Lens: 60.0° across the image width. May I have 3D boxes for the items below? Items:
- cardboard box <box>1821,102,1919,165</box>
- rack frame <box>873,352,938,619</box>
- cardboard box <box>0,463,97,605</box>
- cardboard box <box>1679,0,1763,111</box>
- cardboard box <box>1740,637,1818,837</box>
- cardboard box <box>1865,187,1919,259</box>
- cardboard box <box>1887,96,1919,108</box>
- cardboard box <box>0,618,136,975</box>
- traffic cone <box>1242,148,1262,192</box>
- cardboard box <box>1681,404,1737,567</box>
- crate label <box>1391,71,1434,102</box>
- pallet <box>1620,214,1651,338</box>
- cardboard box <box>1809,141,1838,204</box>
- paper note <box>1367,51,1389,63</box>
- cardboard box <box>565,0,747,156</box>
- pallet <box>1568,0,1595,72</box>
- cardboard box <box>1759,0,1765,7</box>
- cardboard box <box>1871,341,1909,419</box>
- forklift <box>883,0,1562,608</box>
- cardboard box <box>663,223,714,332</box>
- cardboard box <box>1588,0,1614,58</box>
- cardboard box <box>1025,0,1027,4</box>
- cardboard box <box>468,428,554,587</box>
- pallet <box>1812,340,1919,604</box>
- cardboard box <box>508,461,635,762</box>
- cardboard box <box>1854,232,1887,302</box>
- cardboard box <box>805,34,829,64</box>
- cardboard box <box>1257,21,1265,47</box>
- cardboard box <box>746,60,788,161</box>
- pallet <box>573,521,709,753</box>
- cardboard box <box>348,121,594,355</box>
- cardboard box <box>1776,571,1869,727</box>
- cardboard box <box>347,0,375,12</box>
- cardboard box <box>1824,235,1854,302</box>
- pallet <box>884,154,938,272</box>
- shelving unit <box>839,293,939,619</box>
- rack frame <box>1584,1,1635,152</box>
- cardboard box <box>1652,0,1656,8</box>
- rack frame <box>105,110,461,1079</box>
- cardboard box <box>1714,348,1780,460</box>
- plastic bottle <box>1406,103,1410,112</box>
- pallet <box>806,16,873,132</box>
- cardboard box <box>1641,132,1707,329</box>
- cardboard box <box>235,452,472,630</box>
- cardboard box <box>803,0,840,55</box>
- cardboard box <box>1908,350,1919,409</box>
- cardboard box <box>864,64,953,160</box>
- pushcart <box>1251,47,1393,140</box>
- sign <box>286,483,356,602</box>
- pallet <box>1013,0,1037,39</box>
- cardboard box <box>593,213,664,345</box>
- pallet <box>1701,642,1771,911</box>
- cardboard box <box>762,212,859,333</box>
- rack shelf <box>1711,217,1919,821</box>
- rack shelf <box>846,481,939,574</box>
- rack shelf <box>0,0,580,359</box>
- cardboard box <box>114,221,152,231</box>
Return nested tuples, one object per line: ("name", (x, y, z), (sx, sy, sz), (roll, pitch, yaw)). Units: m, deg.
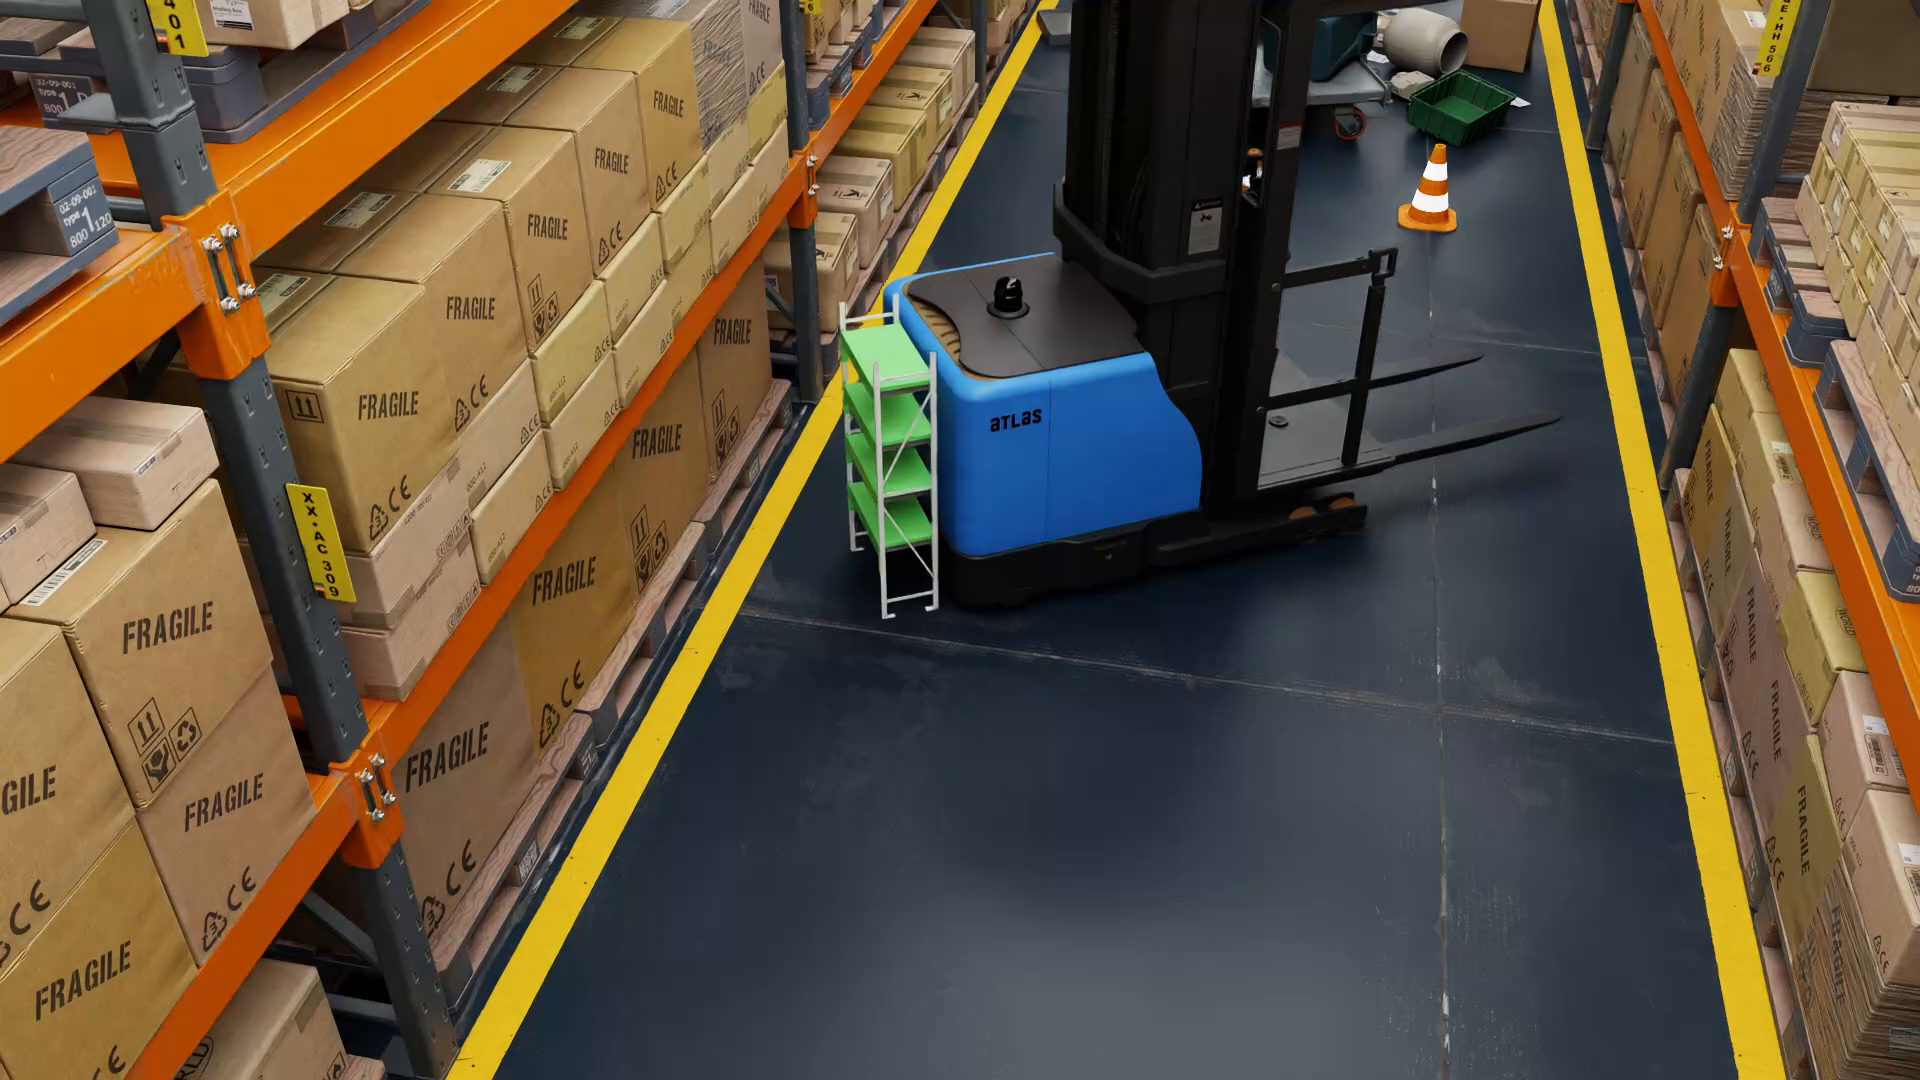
("cardboard box", (3.393, -1.473, 6.075), (0.380, 0.149, 0.250), (7, 37, 10))
("rack frame", (-0.205, -0.187, 6.486), (0.240, 1.200, 0.015), (-11, 37, -15))
("cardboard box", (-1.947, -0.030, 3.245), (0.380, 0.149, 0.250), (8, 37, 11))
("cardboard box", (3.730, -2.311, 7.798), (0.500, 0.500, 0.500), (7, 36, 9))
("cardboard box", (2.963, 0.685, 5.521), (0.500, 0.500, 0.500), (7, 36, 9))
("cardboard box", (3.225, -1.029, 5.463), (0.380, 0.149, 0.250), (6, 36, 8))
("cardboard box", (4.041, -1.671, 6.914), (0.500, 0.500, 0.500), (8, 37, 10))
("cardboard box", (-1.977, 0.474, 3.103), (0.500, 0.500, 0.500), (7, 36, 9))
("traffic cone", (1.697, -2.057, 9.694), (0.336, 0.463, 0.334), (7, 37, 10))
("cardboard box", (3.281, -0.191, 6.730), (0.500, 0.500, 0.500), (6, 36, 8))
("crate label", (3.114, -3.125, 11.445), (0.298, 0.136, 0.250), (-17, 39, -22))
("pallet", (4.186, -1.417, 9.026), (1.003, 0.211, 1.213), (7, 37, 10))
("cardboard box", (3.382, -1.344, 6.151), (0.380, 0.149, 0.250), (9, 37, 12))
("paper note", (3.038, -3.502, 12.063), (0.172, 0.023, 0.155), (20, 41, 26))
("cardboard box", (-1.132, -1.790, 6.227), (0.500, 0.500, 0.500), (8, 37, 11))
("pallet", (5.033, -3.698, 12.173), (1.003, 0.211, 1.213), (7, 37, 10))
("cardboard box", (4.002, -2.693, 7.472), (0.700, 0.500, 0.500), (7, 36, 9))
("cardboard box", (3.108, -0.483, 5.217), (0.380, 0.149, 0.250), (8, 37, 11))
("forklift", (1.237, -1.442, 6.742), (3.031, 2.935, 1.130), (-12, 38, -17))
("cardboard box", (-1.247, -1.005, 6.208), (0.500, 0.250, 0.500), (7, 37, 9))
("cardboard box", (4.928, -3.879, 11.498), (0.875, 0.875, 0.875), (8, 37, 10))
("cardboard box", (0.282, -4.235, 12.523), (0.500, 0.250, 0.500), (7, 36, 9))
("cardboard box", (-1.569, -0.131, 5.003), (0.500, 0.250, 0.500), (6, 36, 9))
("pallet", (3.299, -0.189, 5.118), (1.003, 0.211, 1.213), (7, 37, 10))
("cardboard box", (-1.790, 0.130, 5.967), (0.875, 0.875, 0.875), (8, 37, 11))
("cardboard box", (3.219, -0.890, 5.524), (0.380, 0.149, 0.250), (7, 37, 10))
("cardboard box", (-0.831, -2.358, 7.804), (0.380, 0.149, 0.250), (5, 36, 7))
("cardboard box", (2.440, -3.738, 11.863), (0.797, 0.637, 0.503), (7, 37, 10))
("cardboard box", (-1.031, -1.801, 6.881), (0.500, 0.250, 0.500), (7, 37, 10))
("pallet", (-1.680, 0.300, 6.657), (1.003, 0.211, 1.213), (7, 37, 10))
("cardboard box", (-1.464, -0.920, 5.026), (0.500, 0.500, 0.500), (6, 36, 9))
("cardboard box", (2.961, 0.368, 5.319), (0.500, 0.250, 0.500), (6, 36, 8))
("cardboard box", (-1.558, -1.570, 3.861), (0.500, 0.500, 0.500), (7, 36, 9))
("cardboard box", (3.274, -0.935, 5.841), (0.380, 0.149, 0.250), (9, 37, 12))
("pallet", (-0.745, -1.985, 9.809), (1.003, 0.211, 1.213), (7, 37, 10))
("shelving unit", (-0.281, -0.323, 6.674), (0.258, 1.200, 0.503), (-11, 37, -15))
("rack frame", (4.536, -3.700, 9.799), (1.000, 3.000, 0.127), (7, 37, 10))
("cardboard box", (4.054, -3.183, 9.001), (0.500, 0.500, 0.500), (8, 37, 10))
("rack frame", (-2.030, 0.324, 4.247), (1.000, 3.000, 0.127), (7, 37, 10))
("cardboard box", (3.298, -0.503, 6.522), (0.500, 0.250, 0.500), (6, 36, 8))
("plastic bottle", (3.121, -2.858, 11.141), (0.133, 0.061, 0.283), (-11, 37, -14))
("pallet", (-1.128, -2.313, 8.049), (1.213, 0.211, 1.003), (7, 37, 10))
("cardboard box", (4.083, -1.505, 8.330), (1.050, 0.750, 0.750), (8, 37, 11))
("cardboard box", (-1.661, -0.035, 4.444), (0.500, 0.250, 0.500), (6, 36, 9))
("cardboard box", (-0.853, -2.529, 7.487), (0.500, 0.500, 0.500), (6, 36, 9))
("cardboard box", (3.055, -0.450, 4.917), (0.380, 0.149, 0.250), (9, 37, 12))
("cardboard box", (-0.581, -2.655, 10.238), (0.950, 0.372, 0.625), (10, 37, 13))
("pushcart", (1.917, -2.944, 10.990), (1.648, 0.377, 0.936), (-5, 36, -6))
("sign", (-1.488, 0.010, 3.875), (0.100, 0.325, 0.005), (7, 37, 10))
("pallet", (0.046, -4.224, 12.899), (1.003, 0.211, 1.213), (7, 37, 10))
("cardboard box", (-1.337, -0.913, 5.656), (0.500, 0.250, 0.500), (6, 36, 9))
("pallet", (3.251, 0.868, 5.873), (1.003, 0.211, 1.213), (7, 37, 10))
("cardboard box", (-1.045, -1.398, 8.504), (0.950, 0.372, 0.625), (5, 36, 7))
("rack shelf", (3.255, 0.031, 5.264), (1.077, 0.370, 4.000), (7, 37, 10))
("rack shelf", (-0.281, -0.077, 6.852), (0.258, 0.148, 0.480), (-11, 37, -15))
("rack shelf", (-1.603, -1.746, 5.160), (1.077, 0.370, 4.000), (7, 37, 10))
("cardboard box", (-2.077, -0.707, 4.732), (0.500, 0.500, 0.500), (8, 37, 11))
